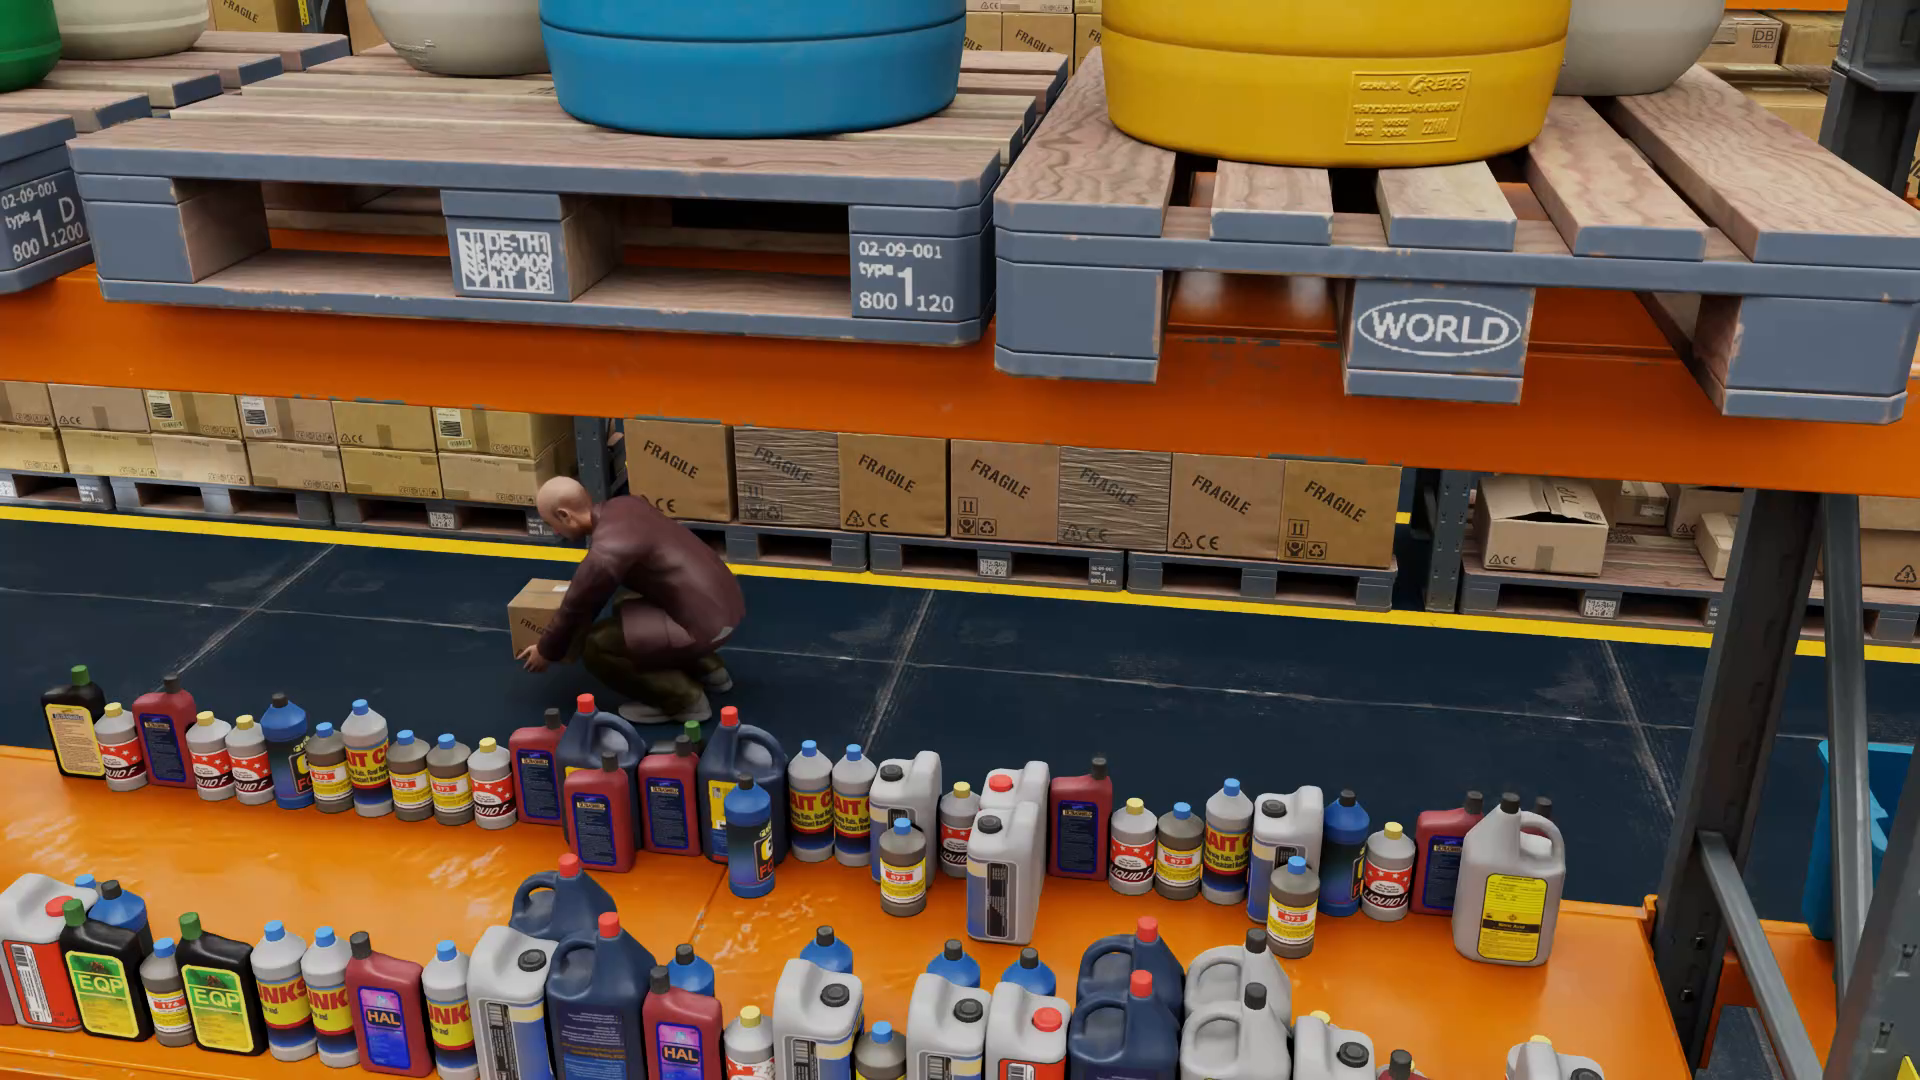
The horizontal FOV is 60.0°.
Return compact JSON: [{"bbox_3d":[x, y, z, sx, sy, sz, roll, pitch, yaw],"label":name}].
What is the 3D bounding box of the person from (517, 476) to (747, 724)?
[{"bbox_3d":[-1.308,0.205,6.621,0.901,0.997,0.599,4,25,9],"label":"person"}]
